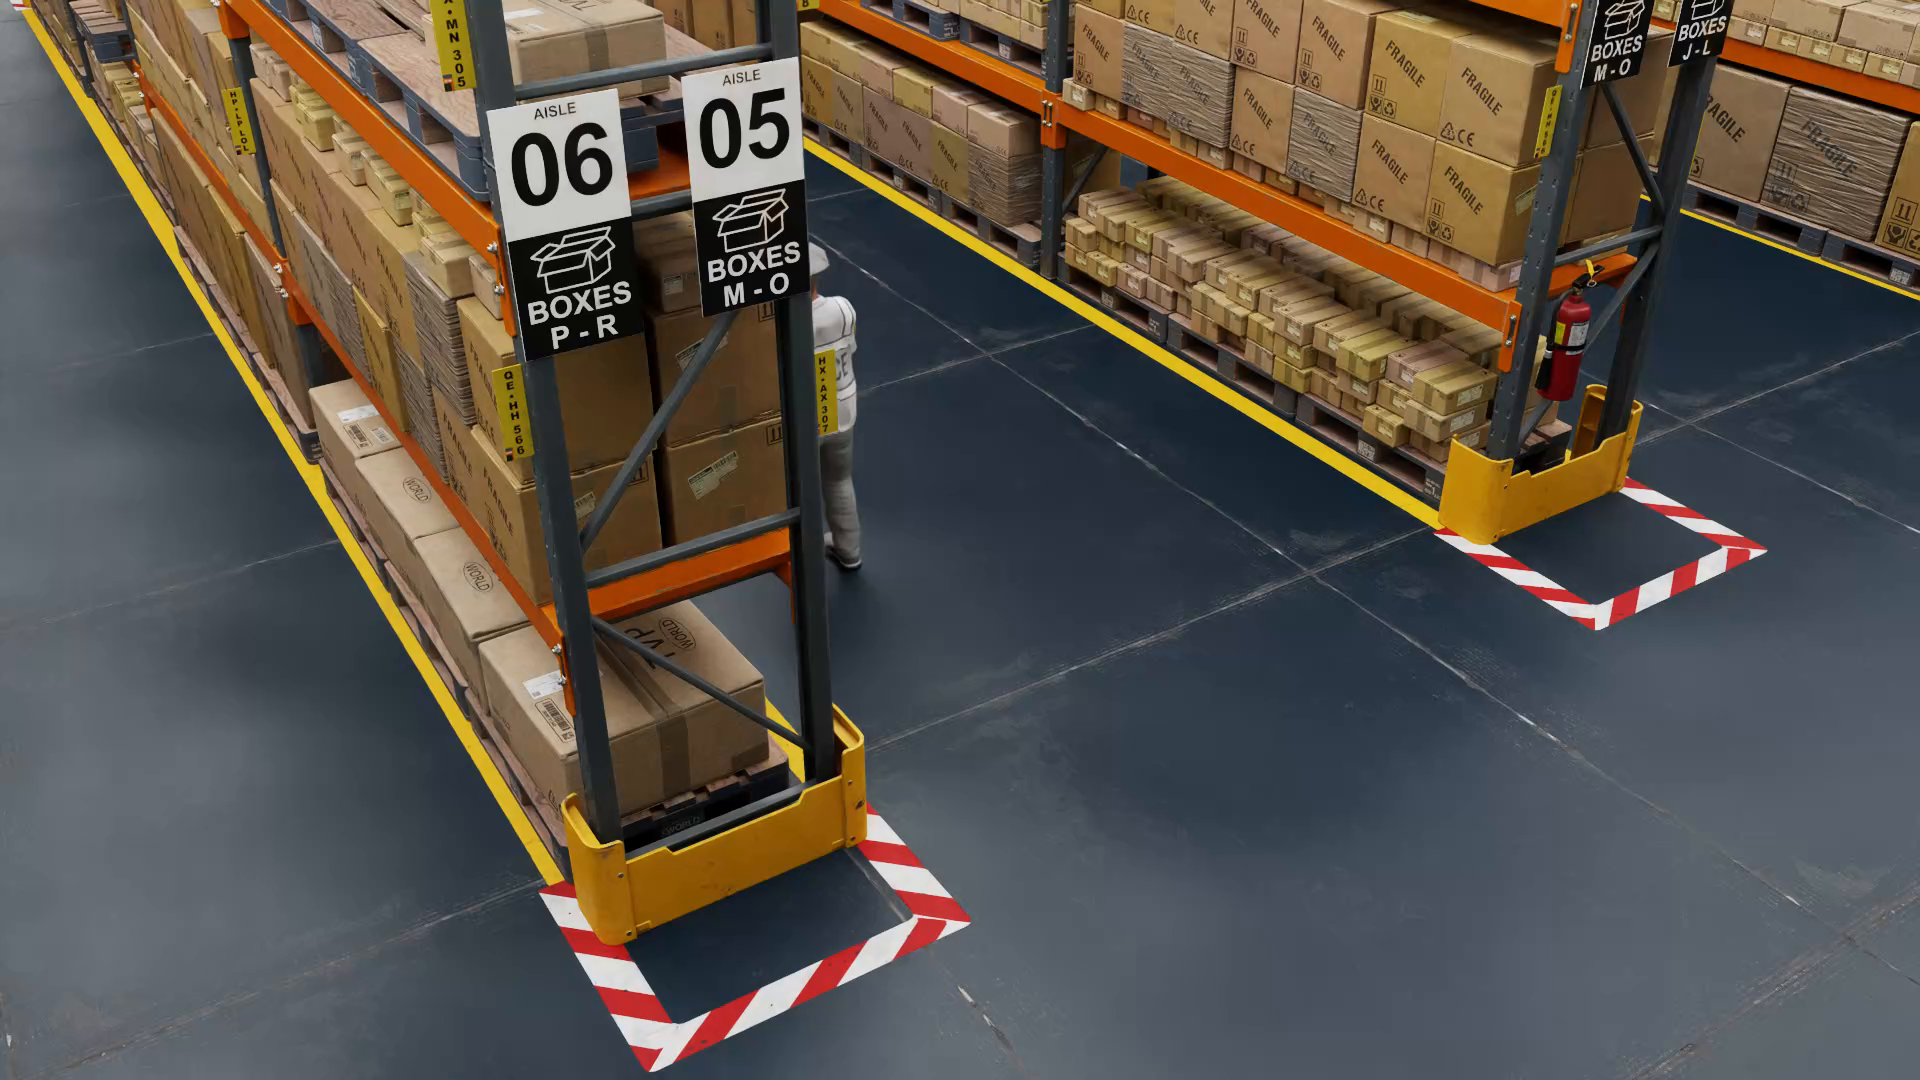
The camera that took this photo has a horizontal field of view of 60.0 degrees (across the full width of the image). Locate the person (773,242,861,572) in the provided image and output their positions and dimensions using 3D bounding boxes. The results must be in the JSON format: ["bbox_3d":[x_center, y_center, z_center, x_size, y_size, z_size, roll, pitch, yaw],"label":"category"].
[{"bbox_3d":[-0.764,-0.623,8.088,0.527,1.773,0.525,-19,37,-28],"label":"person"}]
